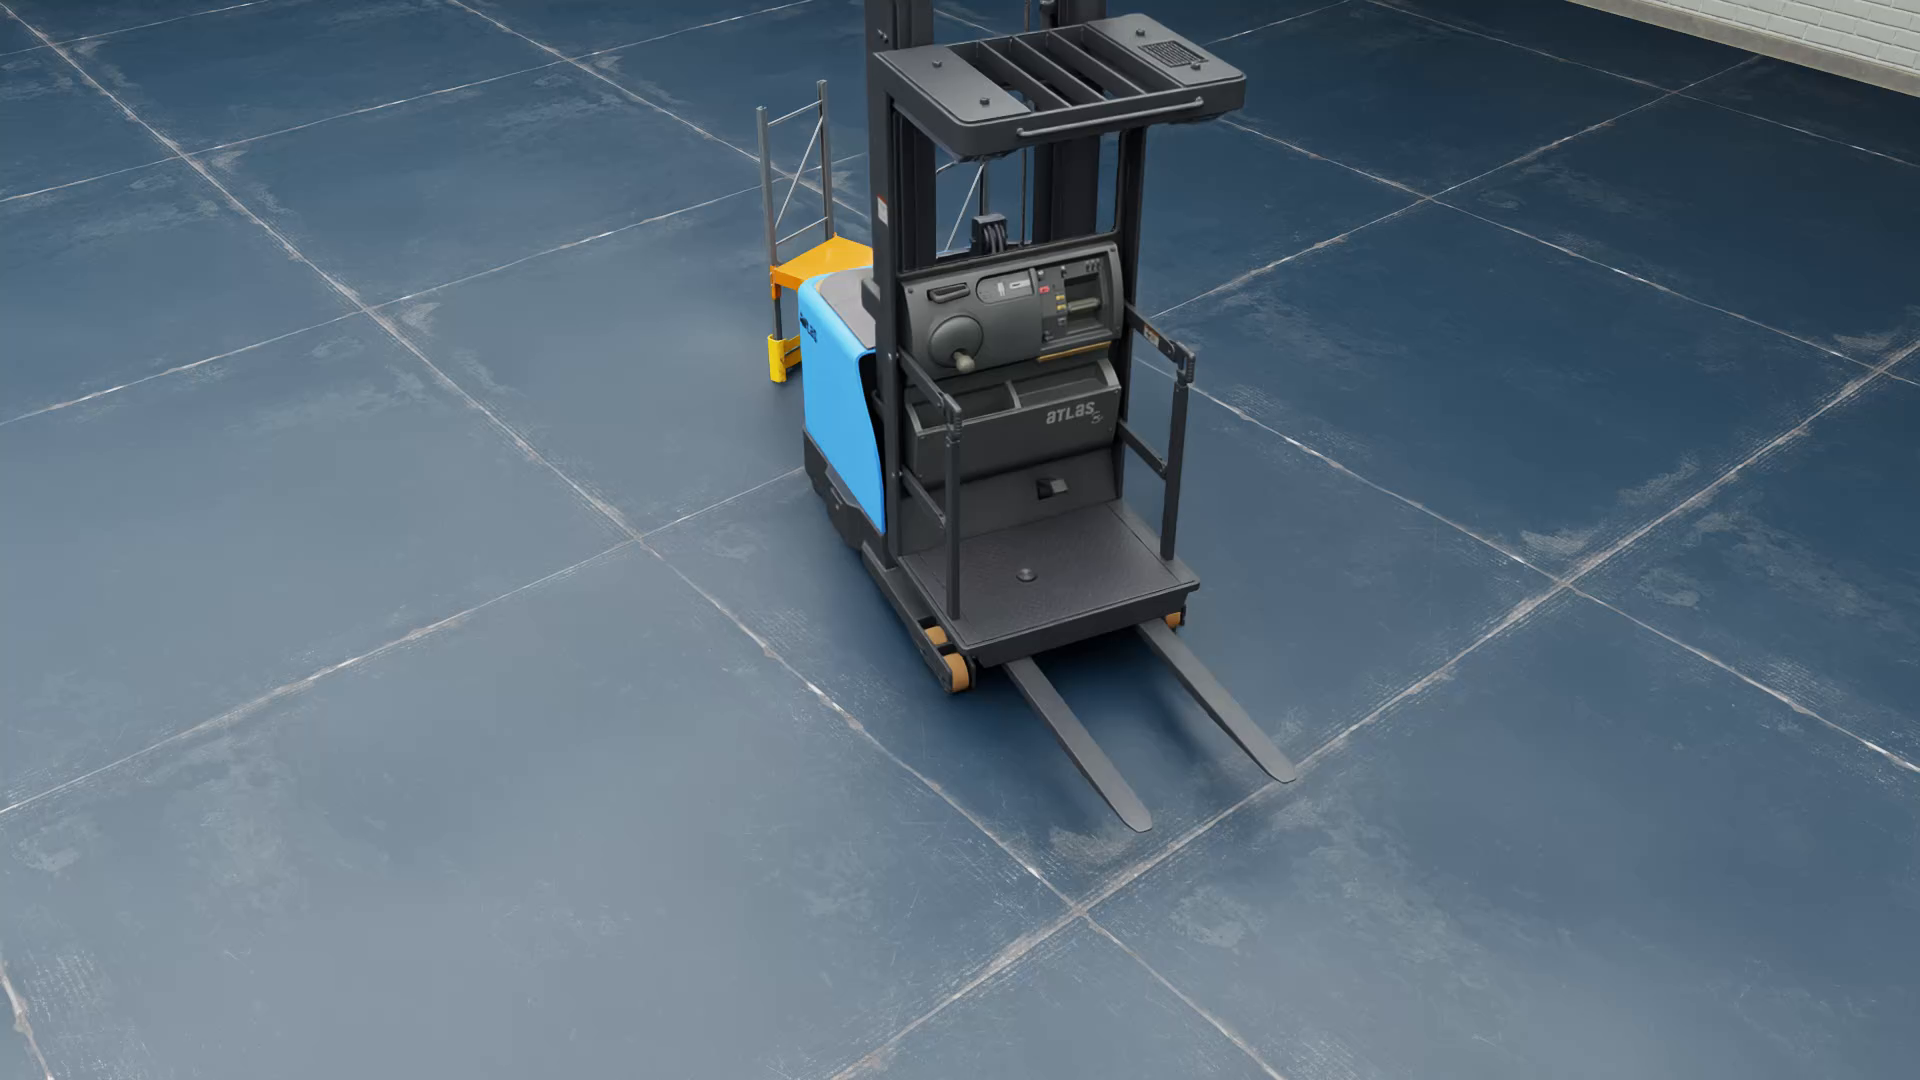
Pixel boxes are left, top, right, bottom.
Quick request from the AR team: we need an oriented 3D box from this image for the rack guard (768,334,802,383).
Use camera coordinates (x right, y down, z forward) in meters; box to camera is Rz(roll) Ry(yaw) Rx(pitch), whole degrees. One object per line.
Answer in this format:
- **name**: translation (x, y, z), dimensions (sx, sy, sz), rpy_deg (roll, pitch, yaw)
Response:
- **rack guard**: translation (-0.821, -1.093, 9.078), dimensions (0.087, 0.250, 0.587), rpy_deg (23, 41, 29)

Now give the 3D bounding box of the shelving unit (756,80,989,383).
- **shelving unit**: translation (-0.422, -1.431, 8.474), dimensions (1.083, 1.500, 0.587), rpy_deg (23, 41, 29)

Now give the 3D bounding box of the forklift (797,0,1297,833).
- **forklift**: translation (0.312, -0.852, 6.416), dimensions (1.130, 2.935, 3.031), rpy_deg (-15, 38, -20)

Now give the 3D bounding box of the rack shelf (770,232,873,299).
- **rack shelf**: translation (-0.429, -1.288, 8.582), dimensions (1.000, 0.185, 0.538), rpy_deg (23, 41, 29)

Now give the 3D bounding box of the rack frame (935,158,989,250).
- **rack frame**: translation (-0.022, -1.259, 8.230), dimensions (0.032, 1.500, 0.500), rpy_deg (23, 41, 29)

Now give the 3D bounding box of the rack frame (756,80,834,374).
- **rack frame**: translation (-0.837, -1.610, 8.726), dimensions (0.032, 1.500, 0.500), rpy_deg (23, 41, 29)
